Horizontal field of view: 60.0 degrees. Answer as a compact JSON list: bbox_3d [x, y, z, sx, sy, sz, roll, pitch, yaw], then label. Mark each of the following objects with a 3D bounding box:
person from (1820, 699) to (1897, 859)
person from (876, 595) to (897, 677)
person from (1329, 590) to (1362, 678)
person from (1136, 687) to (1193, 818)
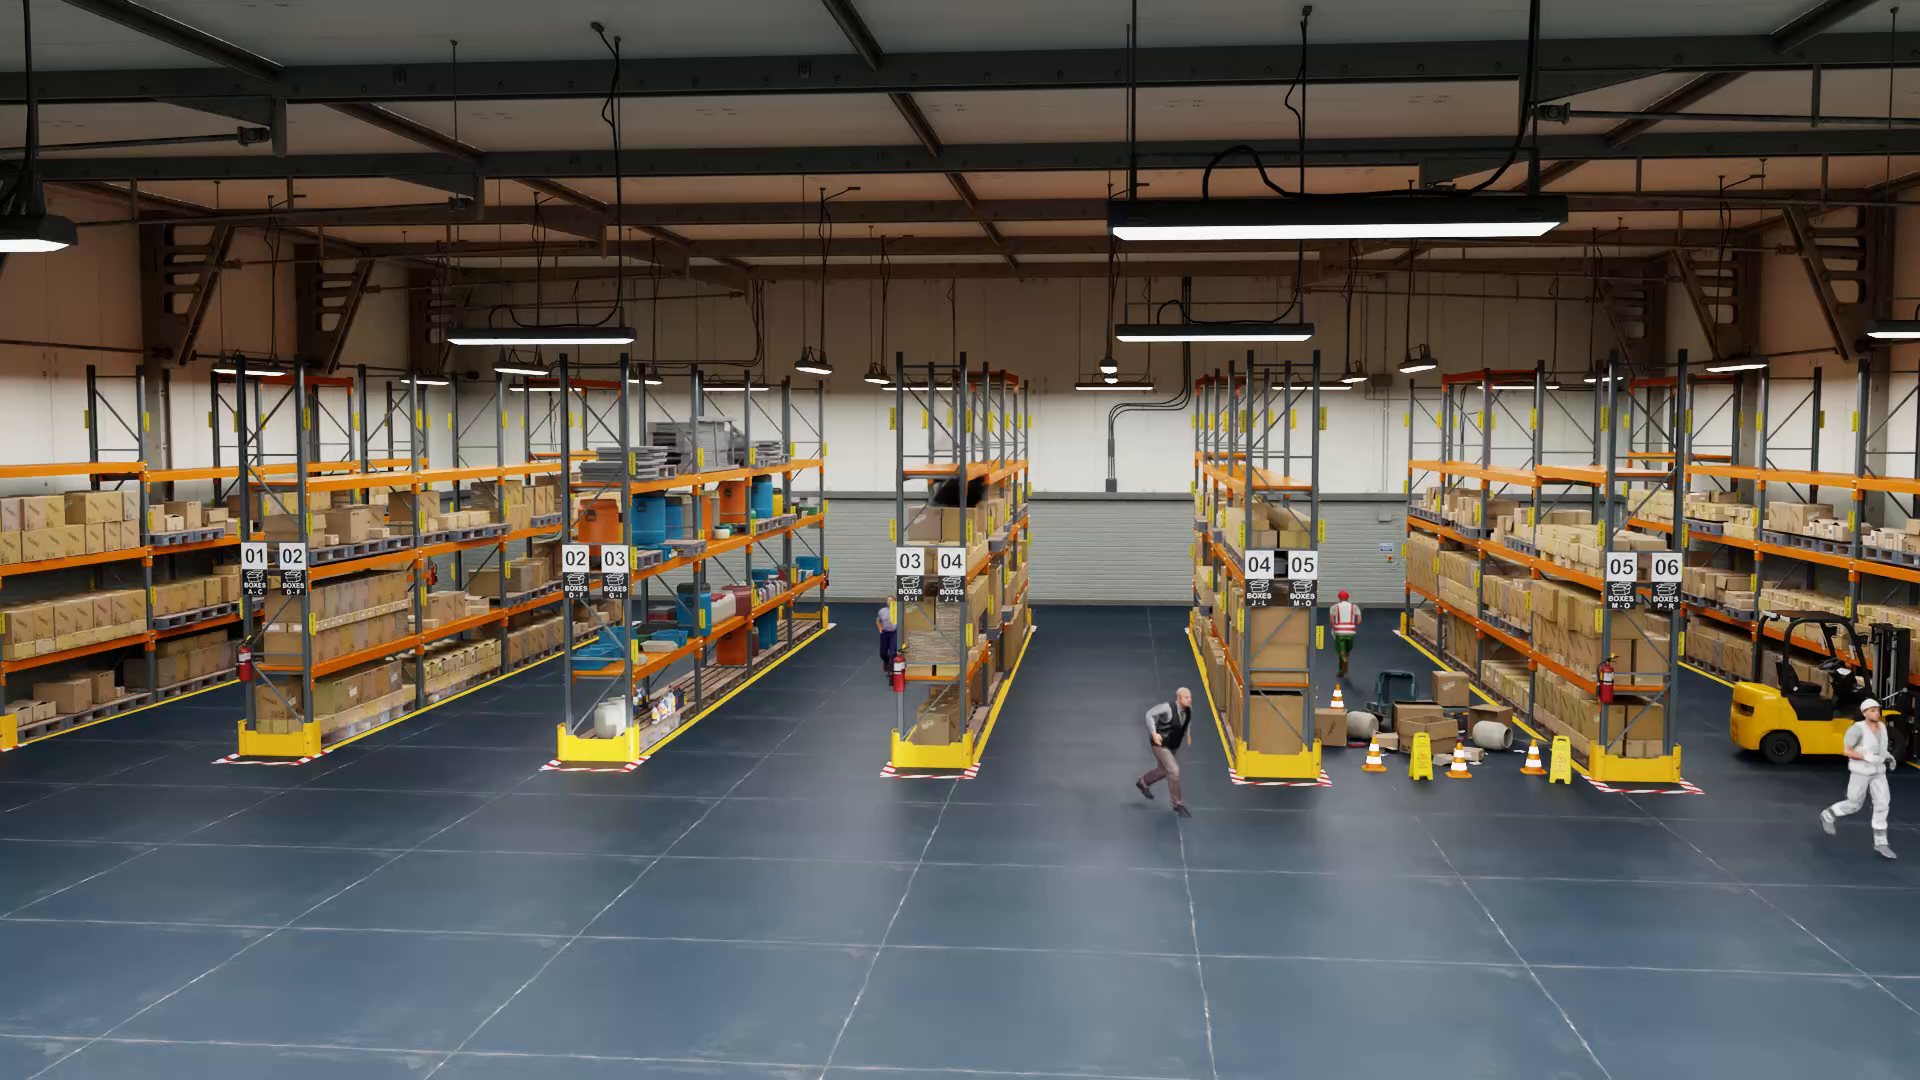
[{"bbox_3d":[10.564,2.728,19.421,0.670,1.789,0.992,-1,4,-12],"label":"person"},{"bbox_3d":[-1.354,1.883,32.662,0.595,1.601,0.561,0,4,4],"label":"person"},{"bbox_3d":[7.477,1.860,32.253,0.632,1.731,0.896,1,4,8],"label":"person"},{"bbox_3d":[2.600,2.683,21.386,0.696,1.681,1.007,-3,5,-34],"label":"person"}]
